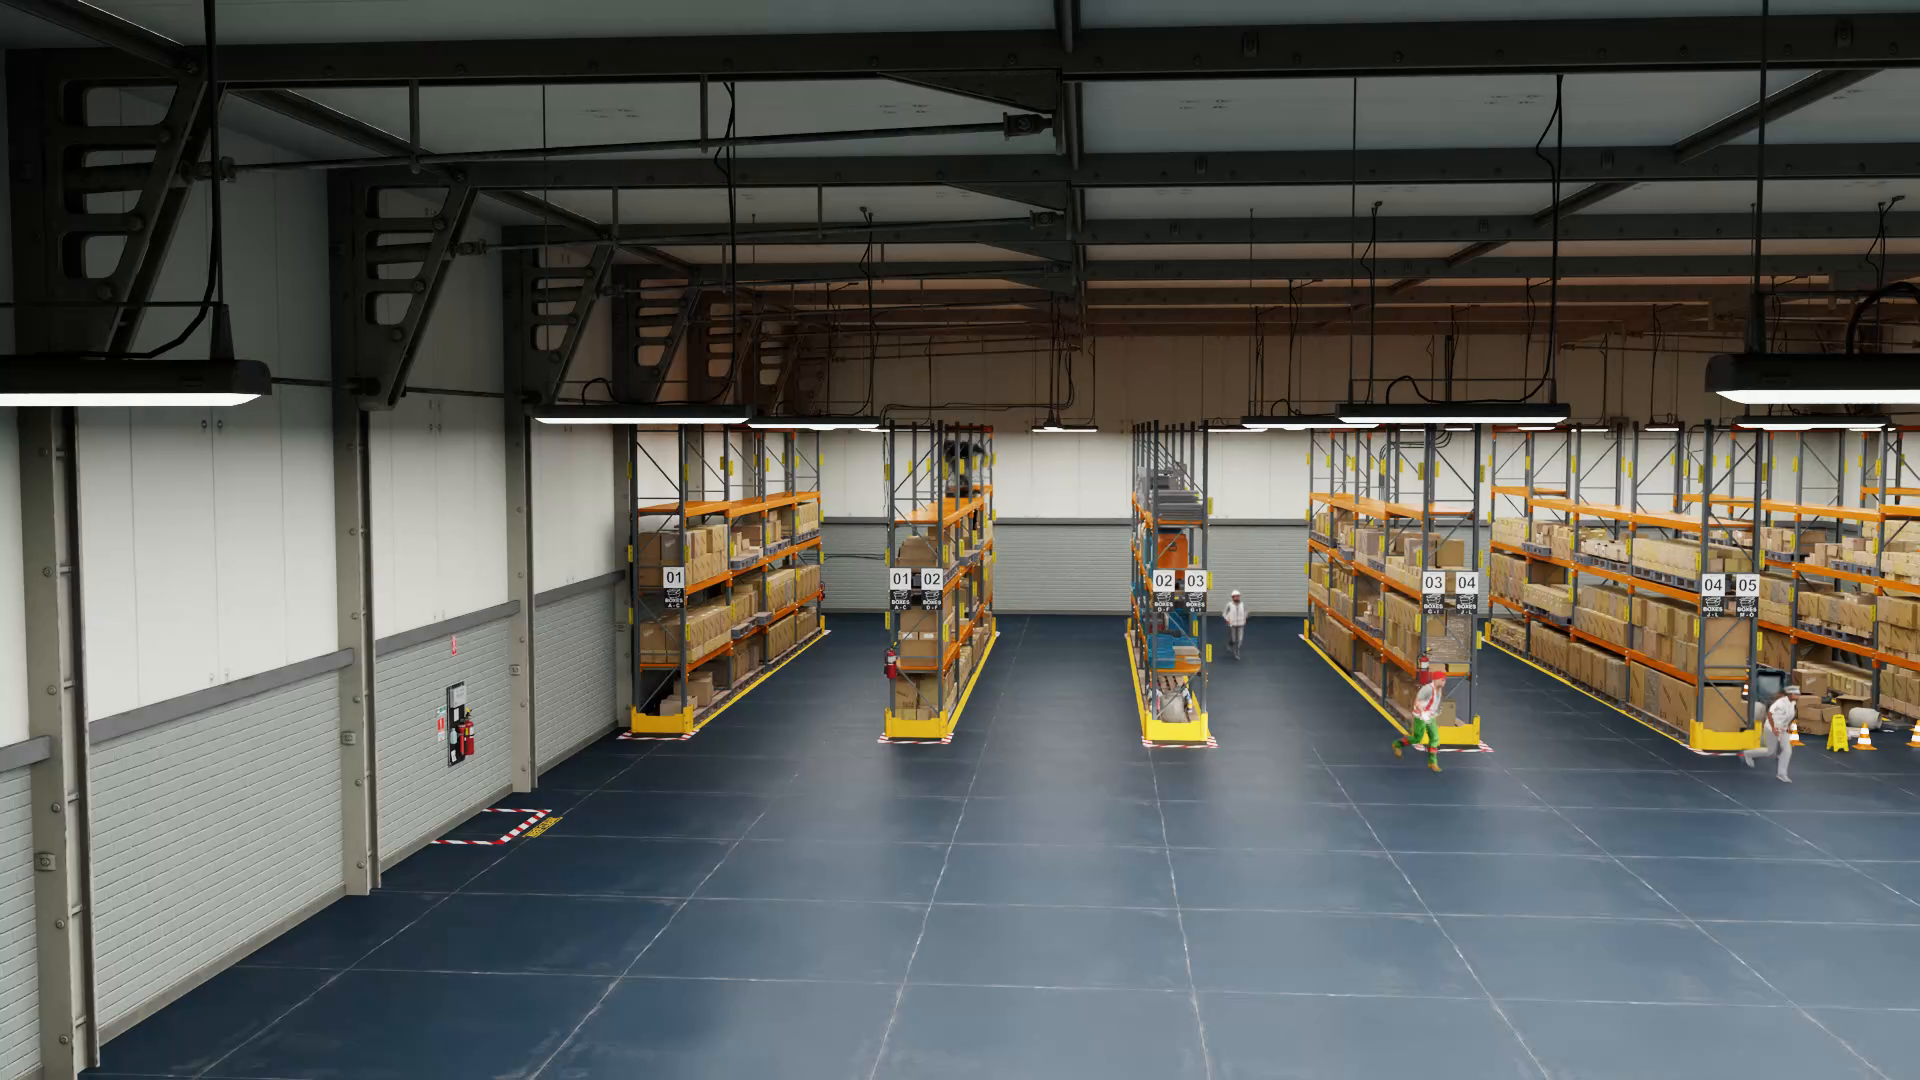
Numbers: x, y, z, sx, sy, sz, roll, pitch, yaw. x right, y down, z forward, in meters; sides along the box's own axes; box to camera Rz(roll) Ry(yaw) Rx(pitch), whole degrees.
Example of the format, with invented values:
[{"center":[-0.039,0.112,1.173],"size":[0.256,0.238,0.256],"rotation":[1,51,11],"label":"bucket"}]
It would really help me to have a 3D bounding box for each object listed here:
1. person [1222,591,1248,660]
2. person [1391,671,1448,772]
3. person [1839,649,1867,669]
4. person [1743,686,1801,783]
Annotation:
[{"center":[7.069,2.170,42.665],"size":[0.672,1.754,0.712],"rotation":[0,4,-7],"label":"person"},{"center":[7.908,3.074,28.602],"size":[1.025,1.726,0.678],"rotation":[3,5,40],"label":"person"},{"center":[21.401,2.311,39.915],"size":[0.724,1.794,0.952],"rotation":[0,4,5],"label":"person"},{"center":[13.546,3.194,27.745],"size":[0.583,1.628,0.893],"rotation":[-3,5,-39],"label":"person"}]
